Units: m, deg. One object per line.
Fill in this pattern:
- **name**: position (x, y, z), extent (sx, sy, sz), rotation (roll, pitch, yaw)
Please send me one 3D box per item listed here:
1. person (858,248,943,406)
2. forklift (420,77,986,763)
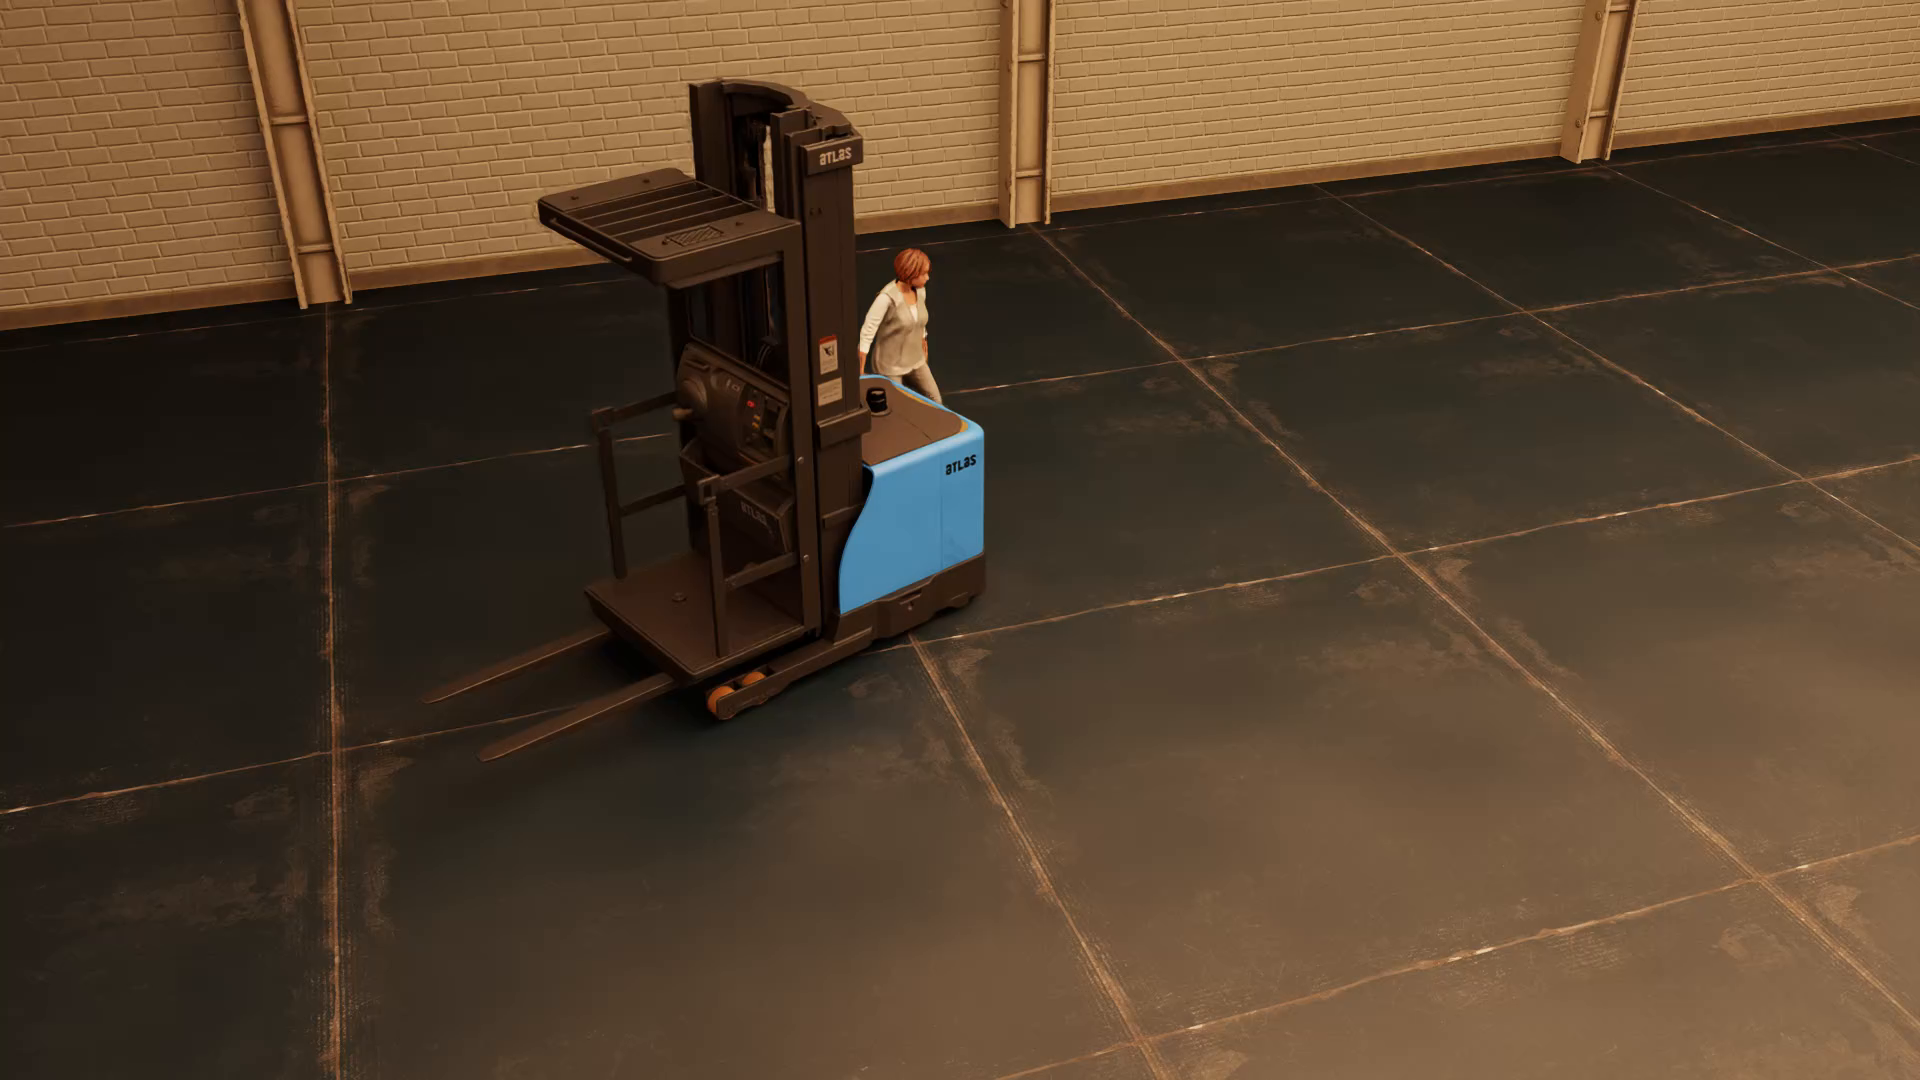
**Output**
- **person**: position (-0.348, -1.079, 10.353), extent (0.388, 1.565, 0.732), rotation (23, 37, 34)
- **forklift**: position (-1.303, -0.655, 8.226), extent (3.031, 2.935, 1.130), rotation (-23, 37, -34)
